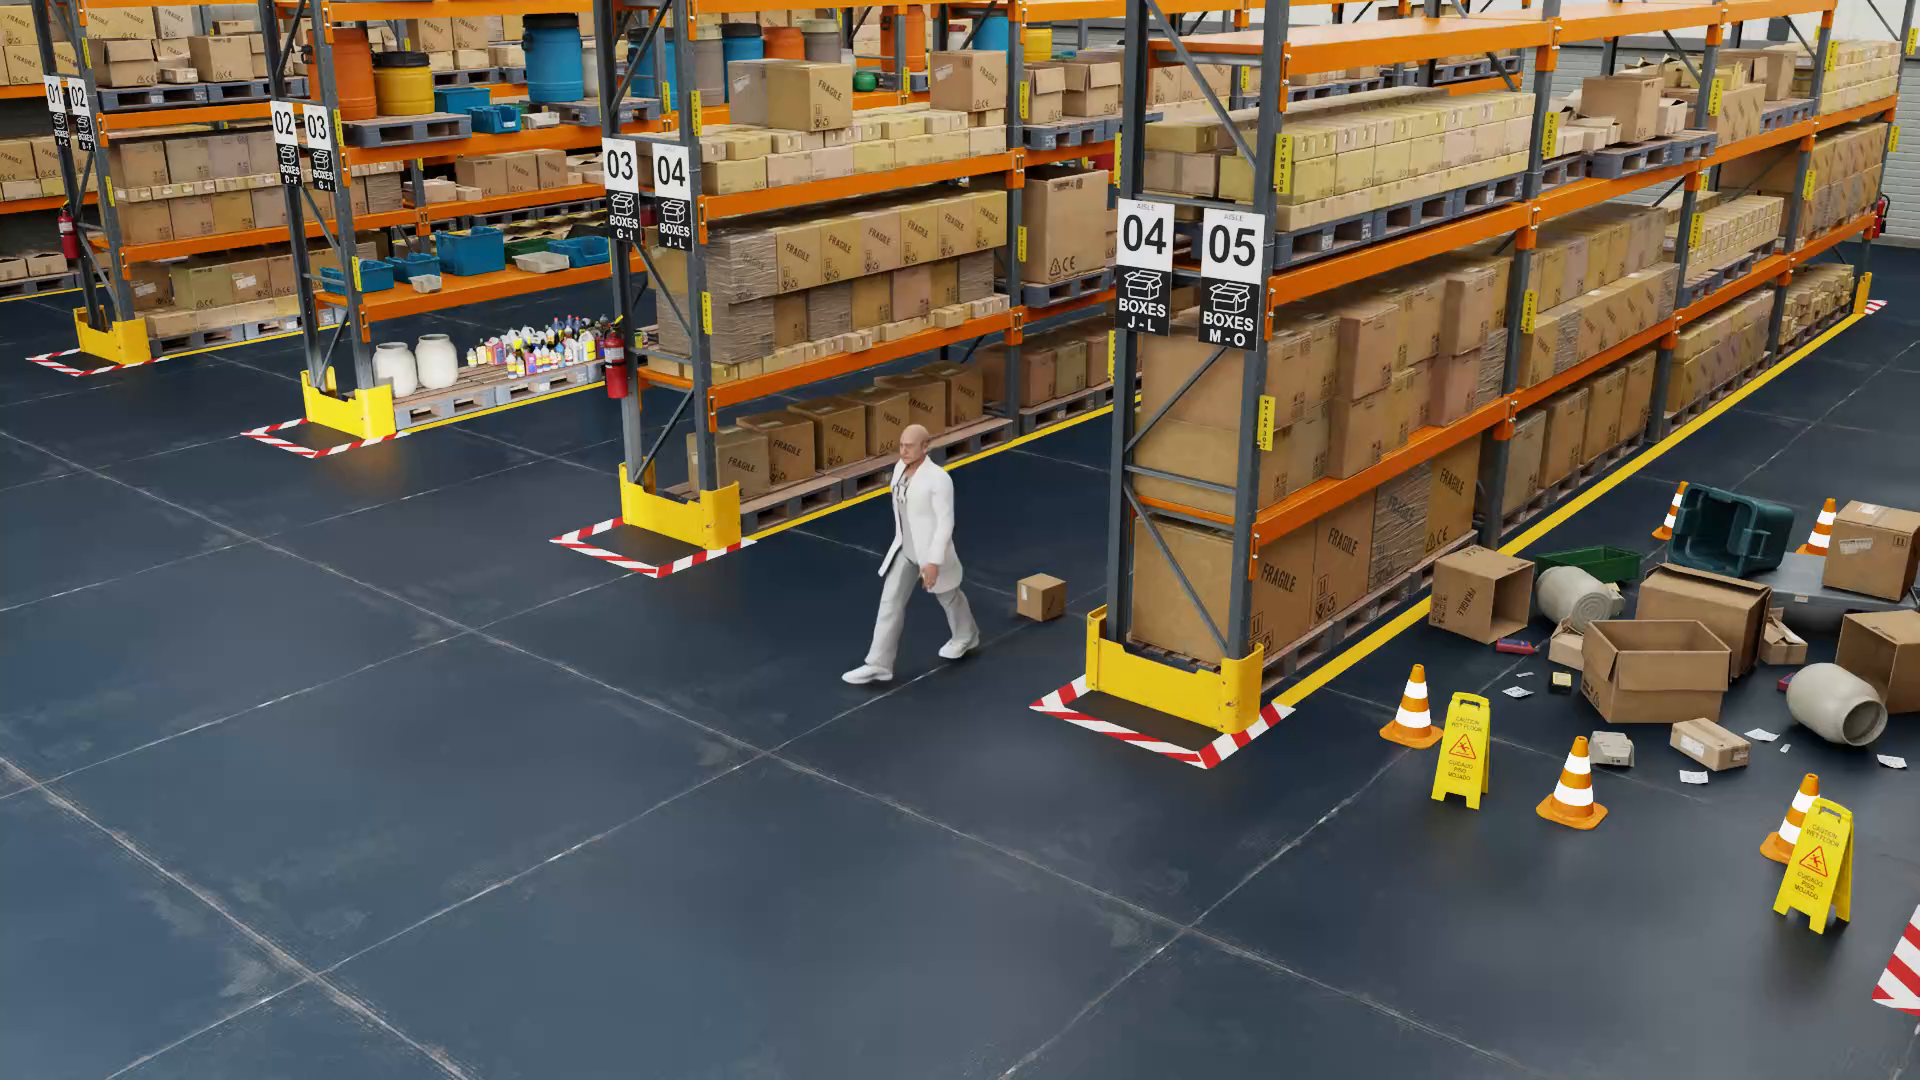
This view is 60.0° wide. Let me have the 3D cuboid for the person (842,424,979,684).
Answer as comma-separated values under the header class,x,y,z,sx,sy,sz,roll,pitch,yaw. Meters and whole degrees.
class,x,y,z,sx,sy,sz,roll,pitch,yaw
person,-0.270,0.070,10.893,0.610,1.710,1.127,17,26,39
